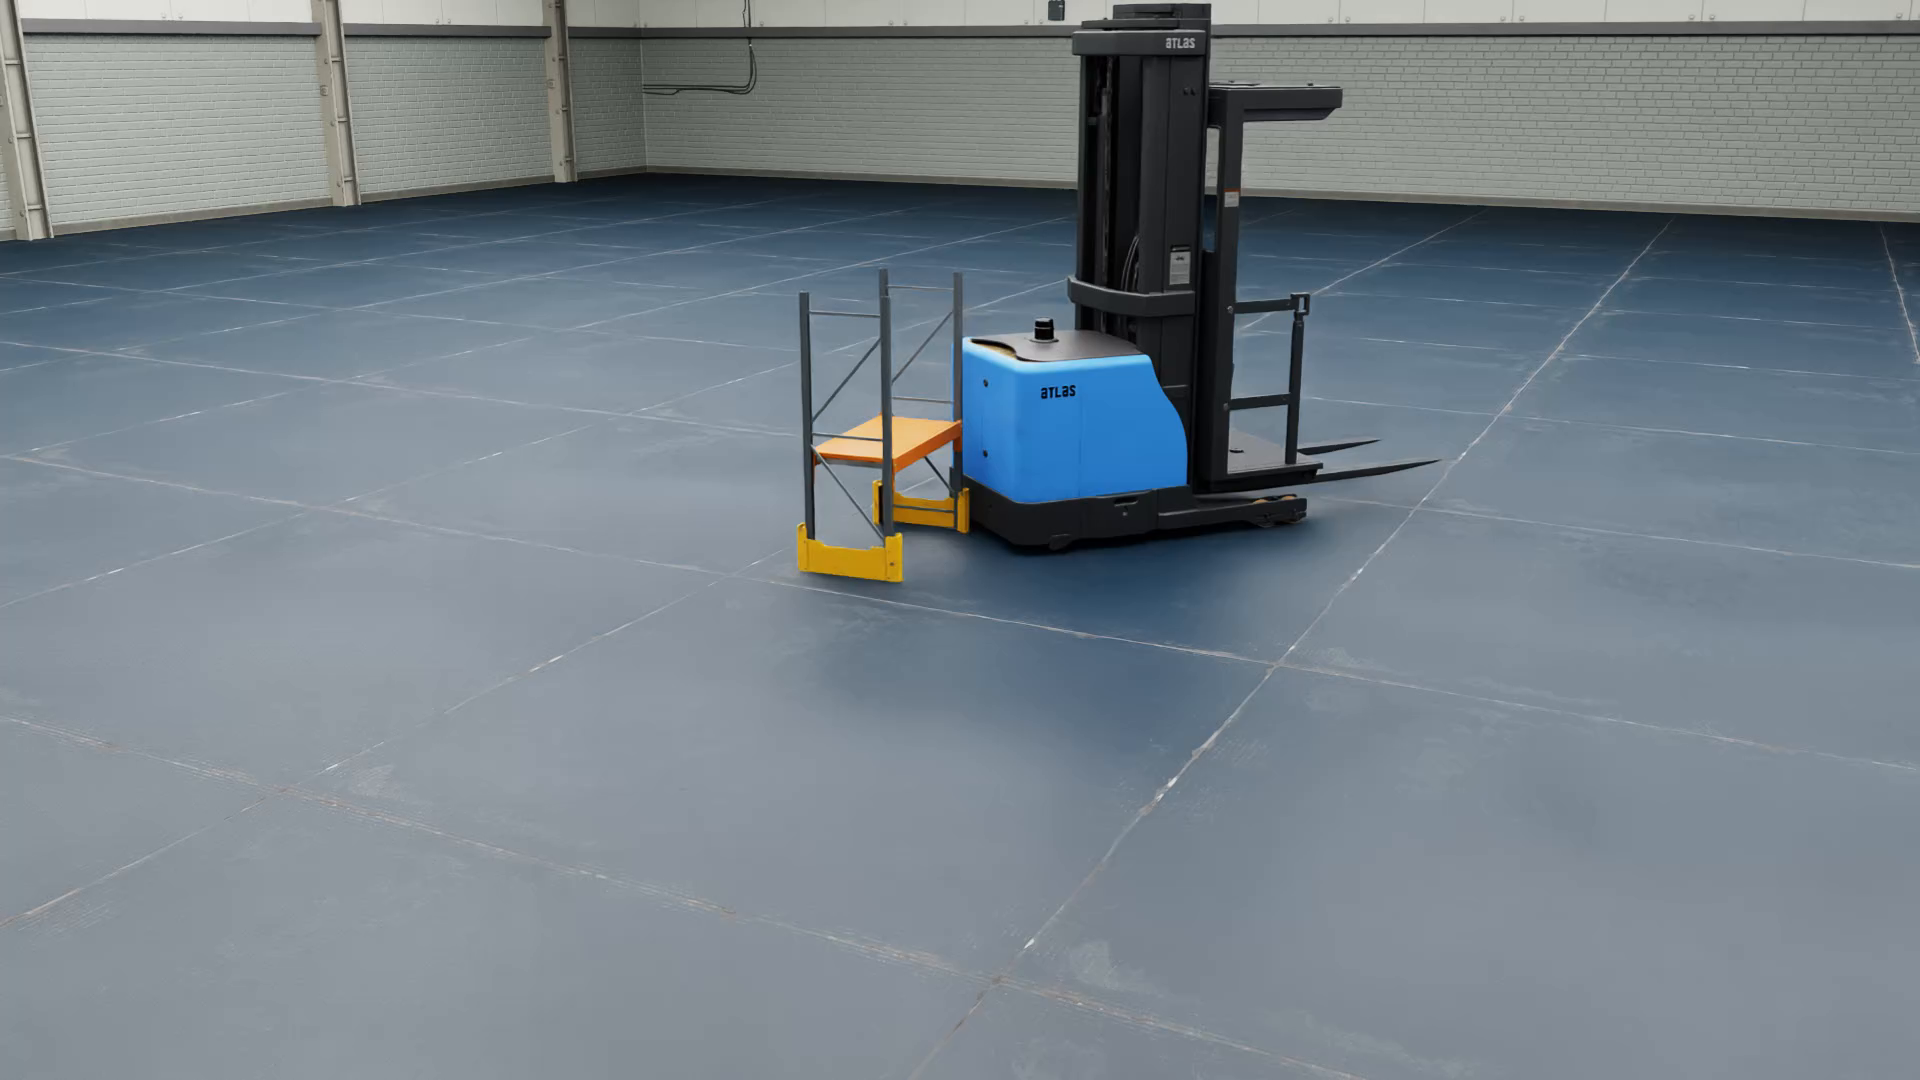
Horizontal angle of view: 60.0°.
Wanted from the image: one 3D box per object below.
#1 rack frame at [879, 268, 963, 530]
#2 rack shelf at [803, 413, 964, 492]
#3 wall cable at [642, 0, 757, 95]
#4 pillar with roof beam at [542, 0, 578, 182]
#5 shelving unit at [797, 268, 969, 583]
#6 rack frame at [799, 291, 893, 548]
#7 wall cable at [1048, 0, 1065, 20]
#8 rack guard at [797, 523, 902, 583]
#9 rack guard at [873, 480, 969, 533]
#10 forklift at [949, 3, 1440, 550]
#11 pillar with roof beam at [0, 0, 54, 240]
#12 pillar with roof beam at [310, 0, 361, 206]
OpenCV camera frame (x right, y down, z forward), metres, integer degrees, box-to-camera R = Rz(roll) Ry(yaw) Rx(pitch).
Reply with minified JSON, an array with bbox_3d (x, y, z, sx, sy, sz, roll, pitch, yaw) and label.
[{"bbox_3d":[-0.223,-0.803,9.592,0.500,1.500,0.032,6,18,20],"label":"rack frame"},{"bbox_3d":[-0.406,-0.495,9.189,0.538,0.185,1.000,6,18,20],"label":"rack shelf"},{"bbox_3d":[-5.736,-10.897,35.861,3.097,2.526,0.112,8,18,25],"label":"wall cable"},{"bbox_3d":[-4.384,-11.255,31.615,9.100,9.000,0.400,8,18,25],"label":"pillar with roof beam"},{"bbox_3d":[-0.410,-0.665,9.130,0.587,1.500,1.083,6,18,20],"label":"shelving unit"},{"bbox_3d":[-0.589,-0.533,8.683,0.500,1.500,0.032,6,18,20],"label":"rack frame"},{"bbox_3d":[2.750,-12.804,30.854,2.305,6.003,0.169,8,18,25],"label":"wall cable"},{"bbox_3d":[-0.589,0.066,8.862,0.587,0.250,0.087,6,18,20],"label":"rack guard"},{"bbox_3d":[-0.230,-0.198,9.753,0.587,0.250,0.087,6,18,20],"label":"rack guard"},{"bbox_3d":[1.498,-1.606,9.783,3.031,2.935,1.130,-7,18,-23],"label":"forklift"},{"bbox_3d":[-9.746,-8.199,21.324,9.100,9.000,0.400,8,18,25],"label":"pillar with roof beam"},{"bbox_3d":[-7.065,-9.727,26.469,9.100,9.000,0.400,8,18,25],"label":"pillar with roof beam"}]
